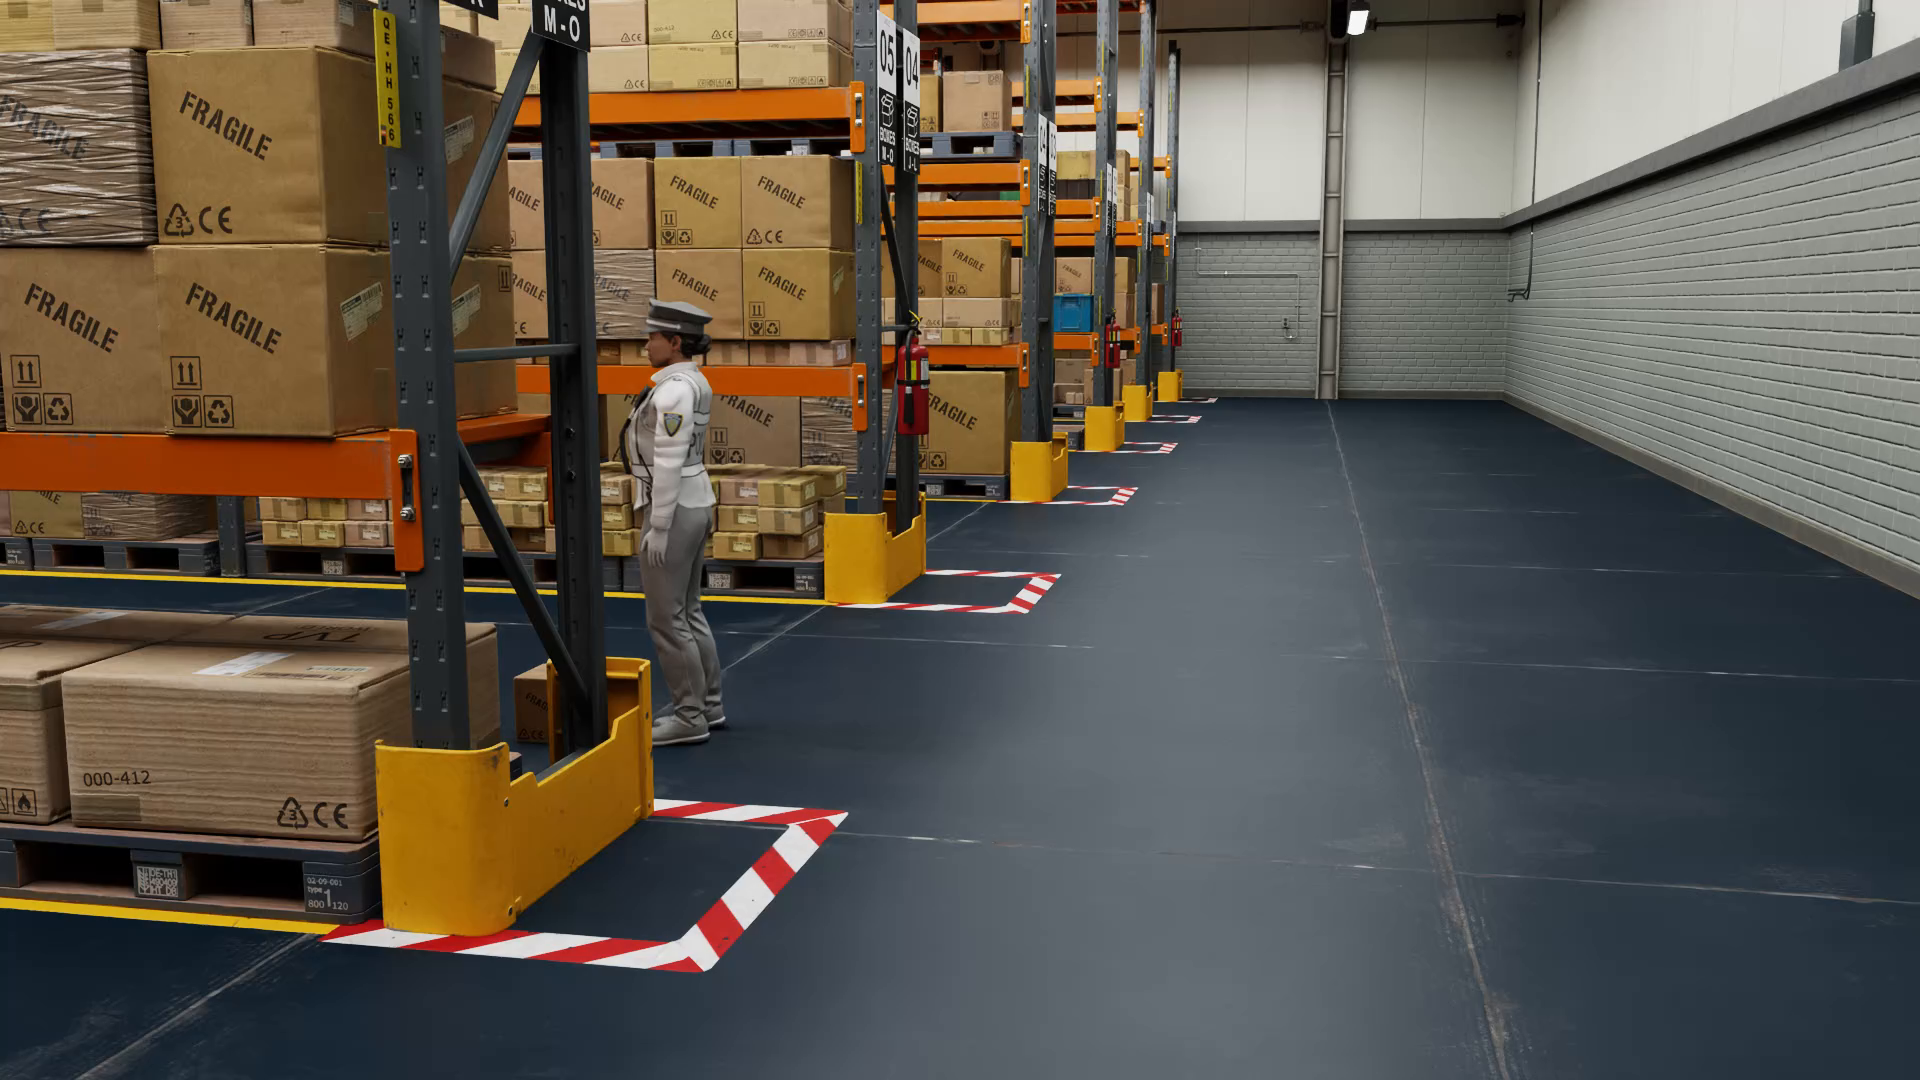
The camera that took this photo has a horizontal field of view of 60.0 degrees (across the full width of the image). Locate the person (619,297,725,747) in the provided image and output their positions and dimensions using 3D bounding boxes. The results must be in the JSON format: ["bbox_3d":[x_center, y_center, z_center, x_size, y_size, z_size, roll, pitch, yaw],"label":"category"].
[{"bbox_3d":[-1.086,-0.064,6.282,0.337,1.687,0.467,0,8,0],"label":"person"}]
